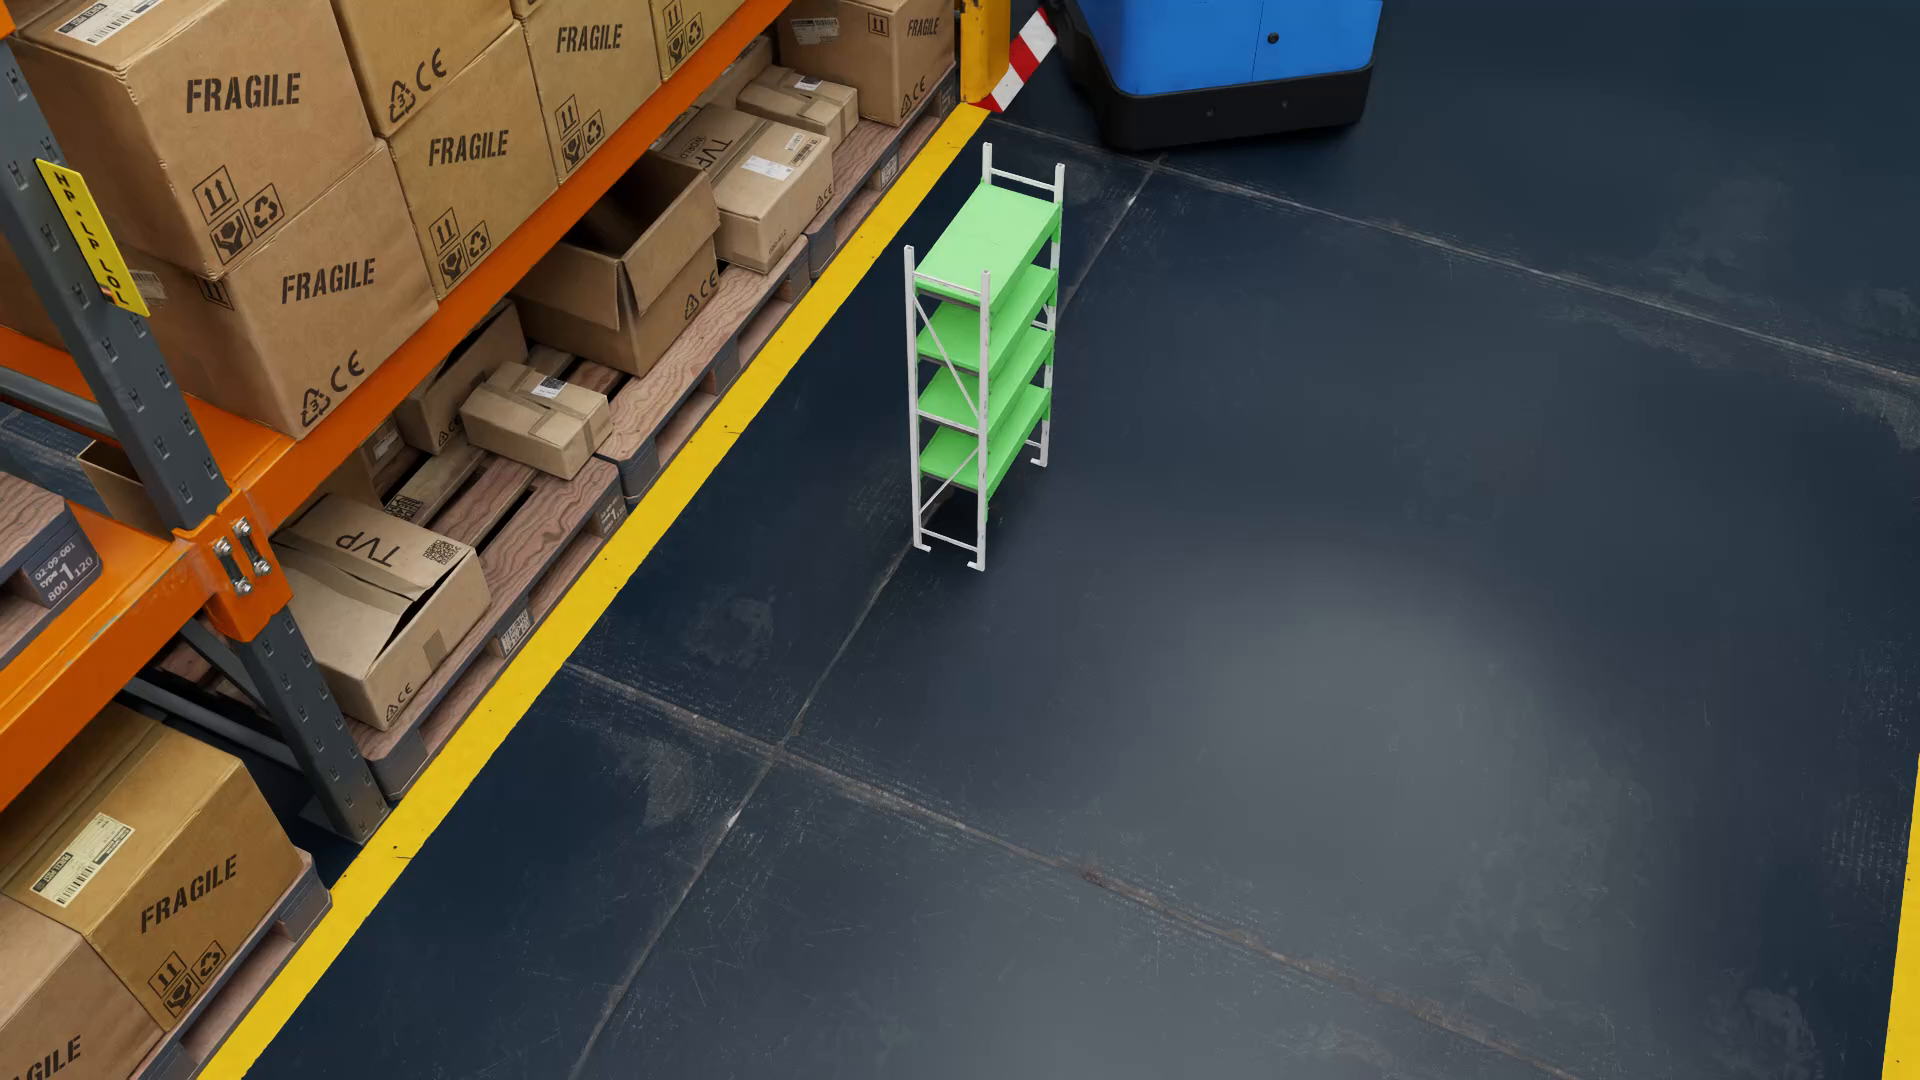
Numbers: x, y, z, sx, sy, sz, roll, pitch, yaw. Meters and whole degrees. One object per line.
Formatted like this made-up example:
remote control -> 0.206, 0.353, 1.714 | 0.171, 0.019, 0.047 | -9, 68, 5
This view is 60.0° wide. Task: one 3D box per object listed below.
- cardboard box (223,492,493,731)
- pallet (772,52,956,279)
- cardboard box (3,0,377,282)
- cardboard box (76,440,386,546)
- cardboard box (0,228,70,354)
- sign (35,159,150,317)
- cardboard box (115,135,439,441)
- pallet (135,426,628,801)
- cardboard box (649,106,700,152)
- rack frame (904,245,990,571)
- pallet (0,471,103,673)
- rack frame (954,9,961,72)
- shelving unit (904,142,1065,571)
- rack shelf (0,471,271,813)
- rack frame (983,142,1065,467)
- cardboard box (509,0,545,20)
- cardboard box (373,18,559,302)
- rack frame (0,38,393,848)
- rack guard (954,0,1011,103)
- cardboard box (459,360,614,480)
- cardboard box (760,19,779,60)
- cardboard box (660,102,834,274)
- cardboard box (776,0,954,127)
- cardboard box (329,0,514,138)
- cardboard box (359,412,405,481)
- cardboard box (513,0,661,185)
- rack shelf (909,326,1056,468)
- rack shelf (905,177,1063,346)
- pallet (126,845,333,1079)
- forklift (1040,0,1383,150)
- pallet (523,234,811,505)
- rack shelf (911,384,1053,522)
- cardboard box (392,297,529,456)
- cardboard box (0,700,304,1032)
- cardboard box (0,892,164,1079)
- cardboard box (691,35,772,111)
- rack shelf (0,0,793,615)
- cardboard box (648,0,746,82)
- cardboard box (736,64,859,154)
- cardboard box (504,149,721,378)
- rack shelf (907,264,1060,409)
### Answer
cardboard box -> -1.677, 0.172, 4.611 | 0.500, 0.311, 0.500 | 20, 52, 16
pallet -> -0.715, -1.587, 6.462 | 1.003, 0.211, 1.213 | 20, 52, 16
cardboard box -> -1.596, -0.928, 3.348 | 0.500, 0.500, 0.500 | 21, 53, 17
cardboard box -> -2.065, -0.155, 4.765 | 0.500, 0.500, 0.500 | 20, 52, 16
cardboard box -> -2.070, -0.798, 3.894 | 0.500, 0.500, 0.500 | 21, 53, 17
sign -> -1.548, -0.535, 2.976 | 0.100, 0.325, 0.005 | 20, 52, 16
cardboard box -> -1.588, -0.633, 3.753 | 0.500, 0.500, 0.500 | 21, 53, 17
pallet -> -1.757, 0.093, 5.033 | 1.003, 0.211, 1.213 | 20, 52, 16
cardboard box -> -1.259, -1.373, 5.966 | 0.500, 0.250, 0.500 | 20, 52, 16
rack frame -> -0.034, -0.335, 4.747 | 0.240, 1.200, 0.015 | 20, 52, 16
pallet -> -2.492, 0.239, 3.203 | 1.003, 0.211, 1.213 | 20, 52, 16
rack frame -> -0.343, -3.093, 5.912 | 1.000, 3.000, 0.127 | 20, 52, 16
shelving unit -> 0.071, -0.503, 4.890 | 0.258, 1.200, 0.503 | 20, 52, 16
rack shelf -> -2.906, 1.272, 2.670 | 1.077, 0.370, 4.000 | 20, 52, 16
rack frame -> 0.175, -0.671, 5.033 | 0.240, 1.200, 0.015 | 20, 52, 16
cardboard box -> -1.156, -1.637, 3.951 | 0.500, 0.500, 0.500 | 18, 52, 15
cardboard box -> -1.372, -0.987, 4.054 | 0.500, 0.500, 0.500 | 21, 53, 17
rack frame -> -2.052, -0.338, 3.568 | 1.000, 3.000, 0.127 | 20, 52, 16
rack guard -> -0.375, -2.230, 6.820 | 1.175, 0.500, 0.348 | 20, 52, 16
cardboard box -> -1.316, -0.380, 5.175 | 0.380, 0.166, 0.250 | 20, 52, 16
cardboard box -> -0.939, -1.968, 6.527 | 0.380, 0.166, 0.250 | 20, 52, 16
cardboard box -> -0.785, -1.245, 5.857 | 0.500, 0.250, 0.500 | 20, 52, 16
cardboard box -> -0.352, -1.971, 6.310 | 0.500, 0.500, 0.500 | 20, 52, 16
cardboard box -> -1.376, -1.283, 3.650 | 0.500, 0.500, 0.500 | 18, 52, 15
cardboard box -> -1.959, -0.319, 5.135 | 0.380, 0.149, 0.250 | 20, 52, 16
cardboard box -> -1.156, -1.330, 4.347 | 0.500, 0.500, 0.500 | 20, 52, 16
rack shelf -> 0.071, -0.461, 4.939 | 0.258, 0.148, 0.480 | 20, 52, 16
rack shelf -> 0.071, -0.772, 4.573 | 0.258, 0.148, 0.480 | 20, 52, 16
pallet -> -2.365, 1.138, 4.143 | 1.003, 0.211, 1.213 | 20, 52, 16
forklift -> 0.807, -3.608, 6.395 | 1.130, 2.935, 3.031 | -9, 50, -7
pallet -> -1.238, -0.750, 5.750 | 1.003, 0.211, 1.213 | 20, 52, 16
rack shelf -> 0.071, -0.306, 5.121 | 0.258, 0.148, 0.480 | 20, 52, 16
cardboard box -> -1.744, -0.611, 5.277 | 0.500, 0.311, 0.500 | 20, 52, 16
cardboard box -> -2.003, 0.762, 3.984 | 0.500, 0.500, 0.500 | 20, 52, 16
cardboard box -> -2.222, 1.100, 3.697 | 0.500, 0.500, 0.500 | 20, 52, 16
cardboard box -> -1.045, -1.718, 6.259 | 0.500, 0.250, 0.500 | 20, 52, 16
rack shelf -> -1.197, -1.482, 5.014 | 1.077, 0.370, 4.000 | 20, 52, 16
cardboard box -> -0.940, -1.681, 4.645 | 0.500, 0.500, 0.500 | 19, 52, 16
cardboard box -> -0.607, -1.613, 6.224 | 0.380, 0.166, 0.250 | 20, 52, 16
cardboard box -> -1.254, -0.967, 5.454 | 0.797, 0.503, 0.637 | 20, 52, 16
rack shelf -> 0.071, -0.617, 4.756 | 0.258, 0.148, 0.480 | 20, 52, 16
